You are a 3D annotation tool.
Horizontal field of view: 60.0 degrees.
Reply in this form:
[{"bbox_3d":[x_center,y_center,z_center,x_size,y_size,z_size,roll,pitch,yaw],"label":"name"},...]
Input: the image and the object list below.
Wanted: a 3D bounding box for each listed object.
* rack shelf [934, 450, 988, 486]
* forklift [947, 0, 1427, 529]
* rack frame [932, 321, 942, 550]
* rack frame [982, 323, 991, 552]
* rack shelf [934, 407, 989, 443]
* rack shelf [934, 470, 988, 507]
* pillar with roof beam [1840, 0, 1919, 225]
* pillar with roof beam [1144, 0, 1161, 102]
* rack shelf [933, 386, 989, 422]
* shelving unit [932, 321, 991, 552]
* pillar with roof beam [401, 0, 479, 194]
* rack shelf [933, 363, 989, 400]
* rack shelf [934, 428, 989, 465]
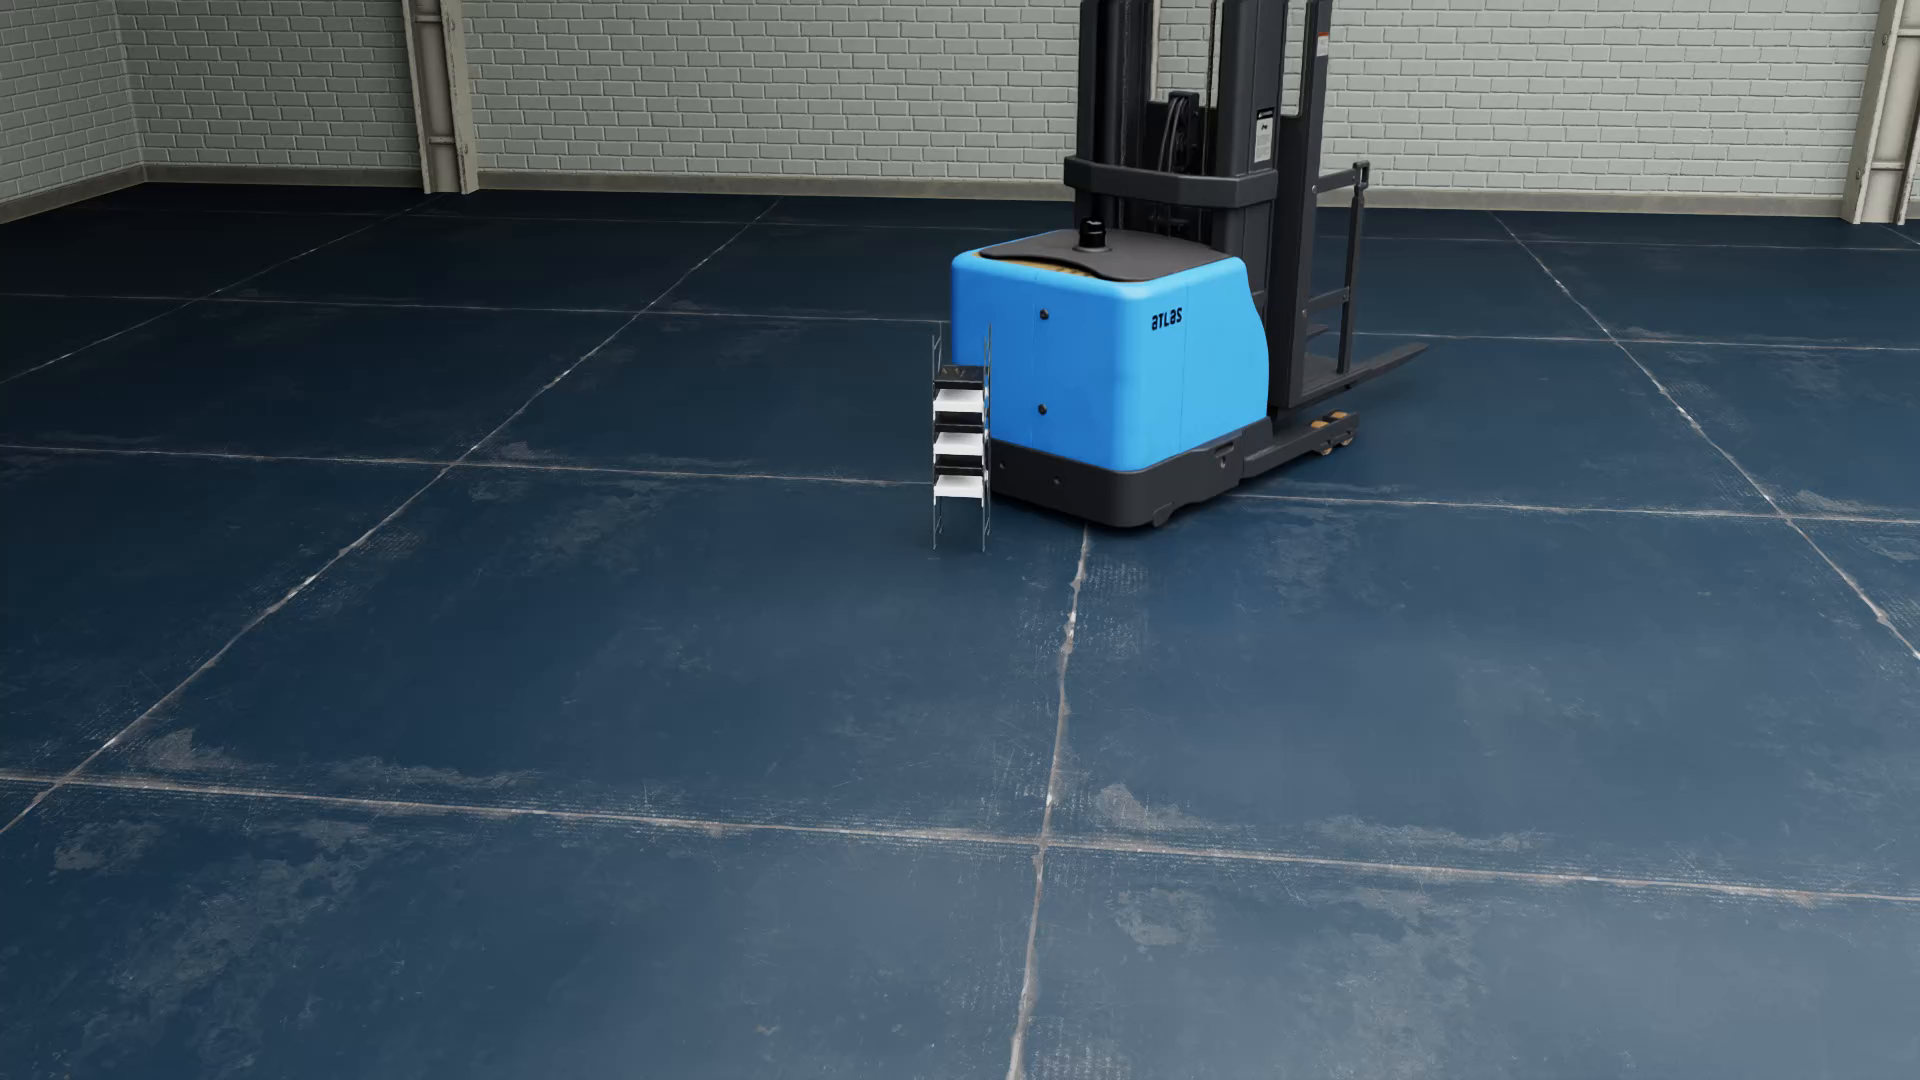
[{"bbox_3d":[0.008,-0.303,6.819,0.200,0.077,0.258,2,22,6],"label":"rack shelf"},{"bbox_3d":[1.279,-1.870,7.683,1.130,2.935,3.031,18,28,38],"label":"forklift"},{"bbox_3d":[-0.093,-0.423,6.785,0.006,0.900,0.240,2,22,6],"label":"rack frame"},{"bbox_3d":[0.109,-0.414,6.762,0.006,0.900,0.240,2,22,6],"label":"rack frame"},{"bbox_3d":[0.008,-0.471,6.753,0.200,0.077,0.258,2,22,6],"label":"rack shelf"},{"bbox_3d":[0.008,-0.220,6.852,0.200,0.077,0.258,2,22,6],"label":"rack shelf"},{"bbox_3d":[6.888,-5.204,7.864,0.400,9.000,9.100,2,22,6],"label":"pillar with roof beam"},{"bbox_3d":[0.930,-5.464,8.520,0.400,9.000,9.100,2,22,6],"label":"pillar with roof beam"},{"bbox_3d":[0.008,-0.555,6.720,0.200,0.077,0.258,2,22,6],"label":"rack shelf"},{"bbox_3d":[0.008,-0.418,6.773,0.210,0.900,0.258,2,22,6],"label":"shelving unit"},{"bbox_3d":[-5.028,-5.723,9.177,0.400,9.000,9.100,2,22,6],"label":"pillar with roof beam"},{"bbox_3d":[0.008,-0.638,6.686,0.200,0.077,0.258,2,22,6],"label":"rack shelf"},{"bbox_3d":[0.008,-0.387,6.786,0.200,0.077,0.258,2,22,6],"label":"rack shelf"}]
